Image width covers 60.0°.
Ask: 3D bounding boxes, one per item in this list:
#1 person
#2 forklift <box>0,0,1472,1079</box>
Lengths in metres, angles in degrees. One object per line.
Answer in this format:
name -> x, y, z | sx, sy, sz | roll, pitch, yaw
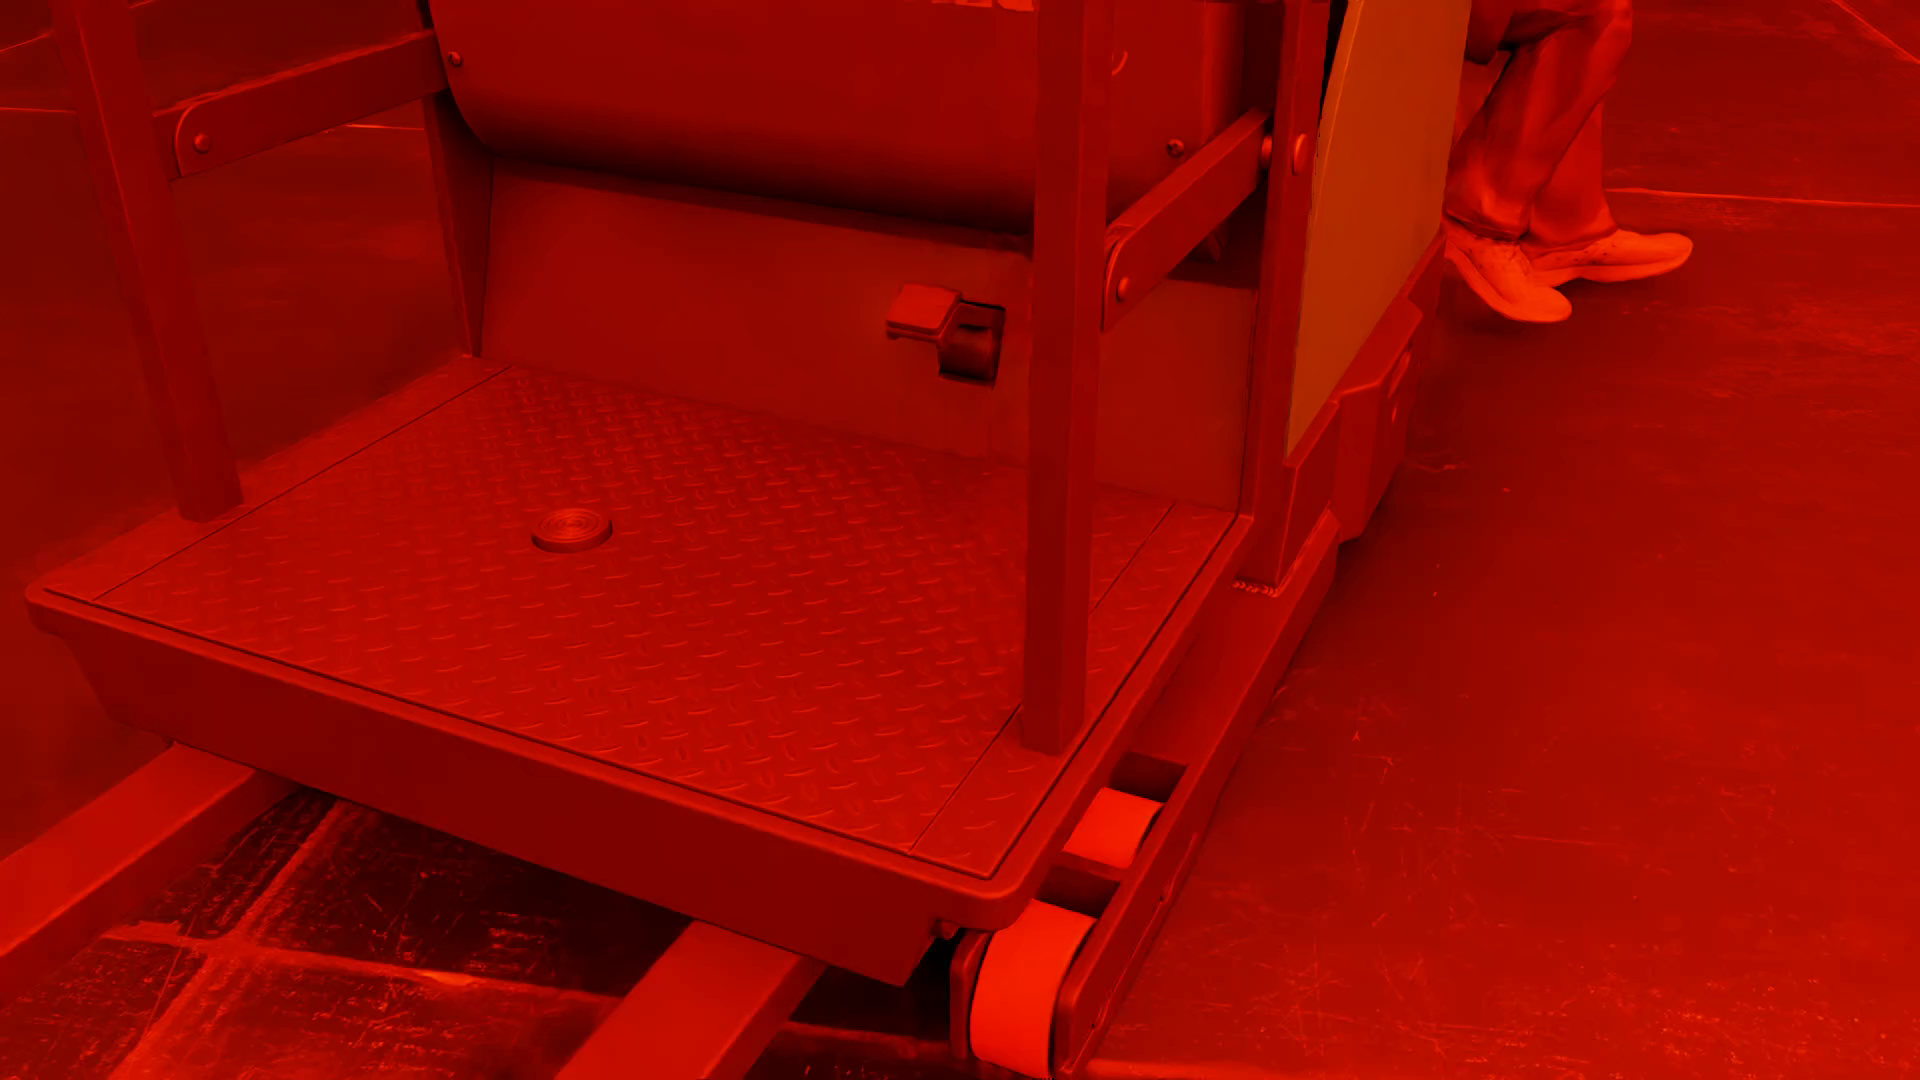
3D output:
person -> 1.025, -1.183, 3.103 | 0.927, 1.505, 1.053 | 2, 29, 4
forklift -> -0.256, -1.013, 1.305 | 1.130, 2.935, 3.031 | 13, 31, 22
